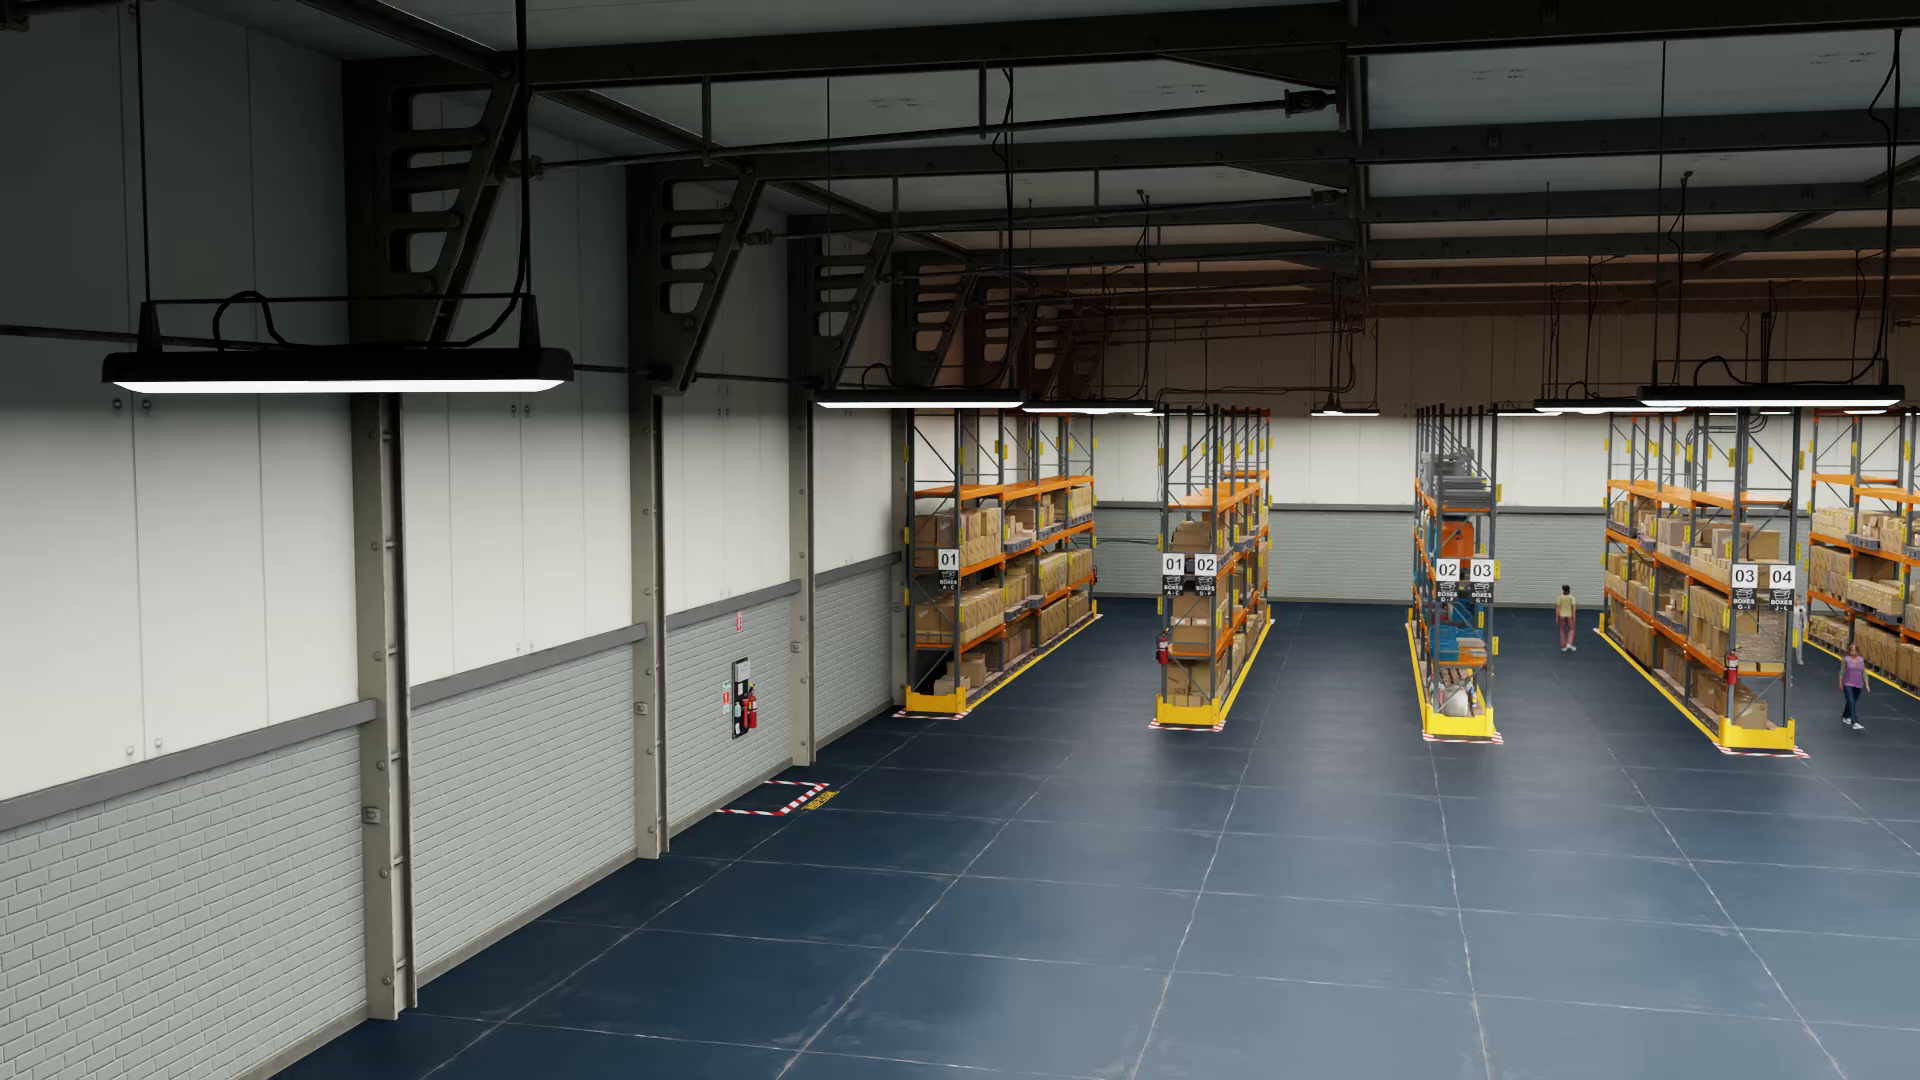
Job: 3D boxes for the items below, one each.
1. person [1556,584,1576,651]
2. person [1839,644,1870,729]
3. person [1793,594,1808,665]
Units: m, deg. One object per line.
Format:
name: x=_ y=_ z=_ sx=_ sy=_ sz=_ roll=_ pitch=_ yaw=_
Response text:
person: x=14.936 y=1.914 z=40.965 sx=0.493 sy=1.669 sz=0.516 roll=1 pitch=4 yaw=14
person: x=16.511 y=2.693 z=30.692 sx=0.436 sy=1.542 sz=0.965 roll=0 pitch=4 yaw=6
person: x=19.522 y=2.054 z=38.877 sx=0.573 sy=1.613 sz=1.034 roll=1 pitch=4 yaw=17
